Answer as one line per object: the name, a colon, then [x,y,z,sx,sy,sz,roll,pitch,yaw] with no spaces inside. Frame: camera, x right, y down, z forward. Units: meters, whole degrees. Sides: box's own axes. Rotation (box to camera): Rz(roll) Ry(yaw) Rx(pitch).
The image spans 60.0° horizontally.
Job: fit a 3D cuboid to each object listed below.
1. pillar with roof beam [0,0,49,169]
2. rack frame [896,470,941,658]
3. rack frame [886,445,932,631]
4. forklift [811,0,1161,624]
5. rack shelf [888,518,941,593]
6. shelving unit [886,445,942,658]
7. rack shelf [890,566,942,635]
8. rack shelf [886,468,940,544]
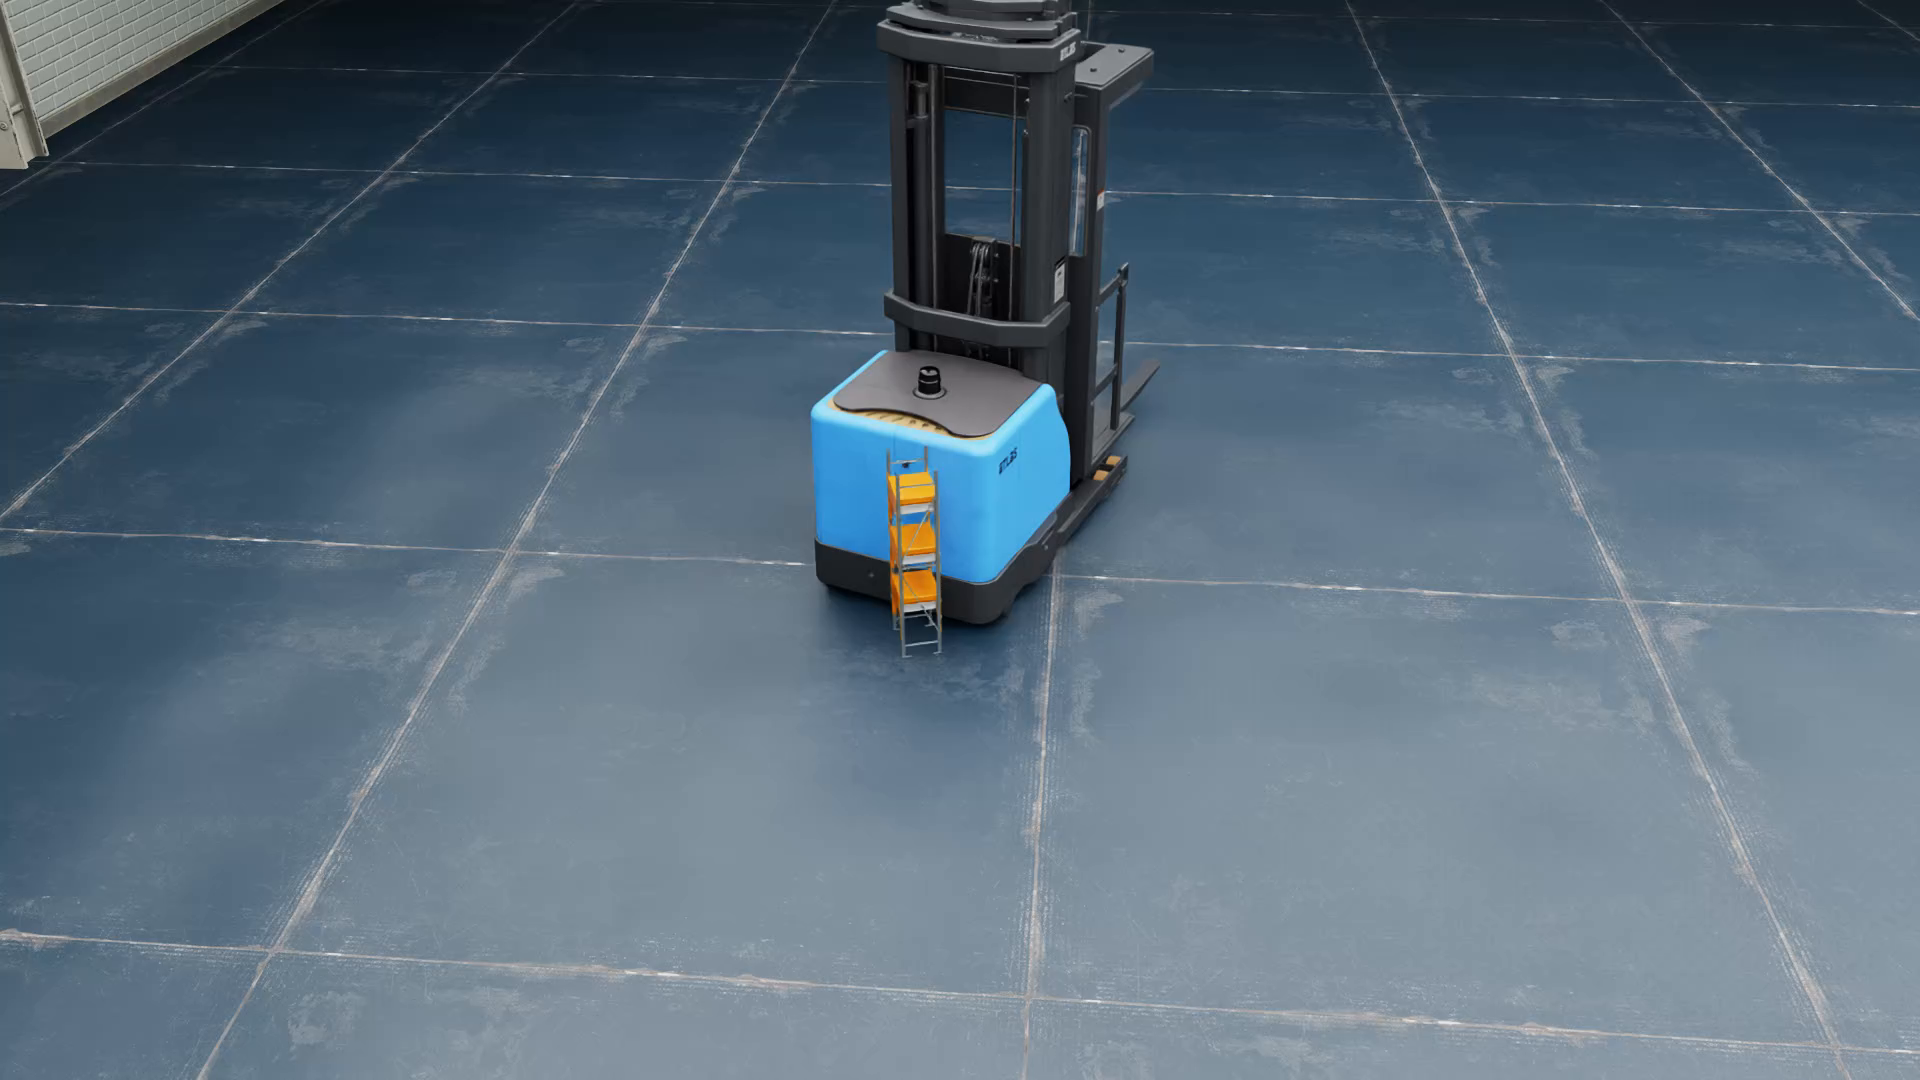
pillar with roof beam: [-3.998,-6.991,12.017,9.100,9.000,0.400,2,32,4]
rack frame: [-0.197,0.130,8.036,0.200,1.050,0.008,-7,32,-10]
rack frame: [-0.248,0.005,8.239,0.200,1.050,0.008,-7,32,-10]
forklift: [0.334,-1.577,9.015,1.130,2.935,3.031,14,34,22]
rack shelf: [-0.222,0.077,8.143,0.215,0.259,0.240,-7,32,-10]
shelving unit: [-0.222,0.068,8.137,0.215,1.050,0.252,-7,32,-10]
rack shelf: [-0.219,0.313,8.289,0.215,0.259,0.240,-7,32,-10]
rack shelf: [-0.225,-0.165,7.993,0.215,0.259,0.240,-7,32,-10]
